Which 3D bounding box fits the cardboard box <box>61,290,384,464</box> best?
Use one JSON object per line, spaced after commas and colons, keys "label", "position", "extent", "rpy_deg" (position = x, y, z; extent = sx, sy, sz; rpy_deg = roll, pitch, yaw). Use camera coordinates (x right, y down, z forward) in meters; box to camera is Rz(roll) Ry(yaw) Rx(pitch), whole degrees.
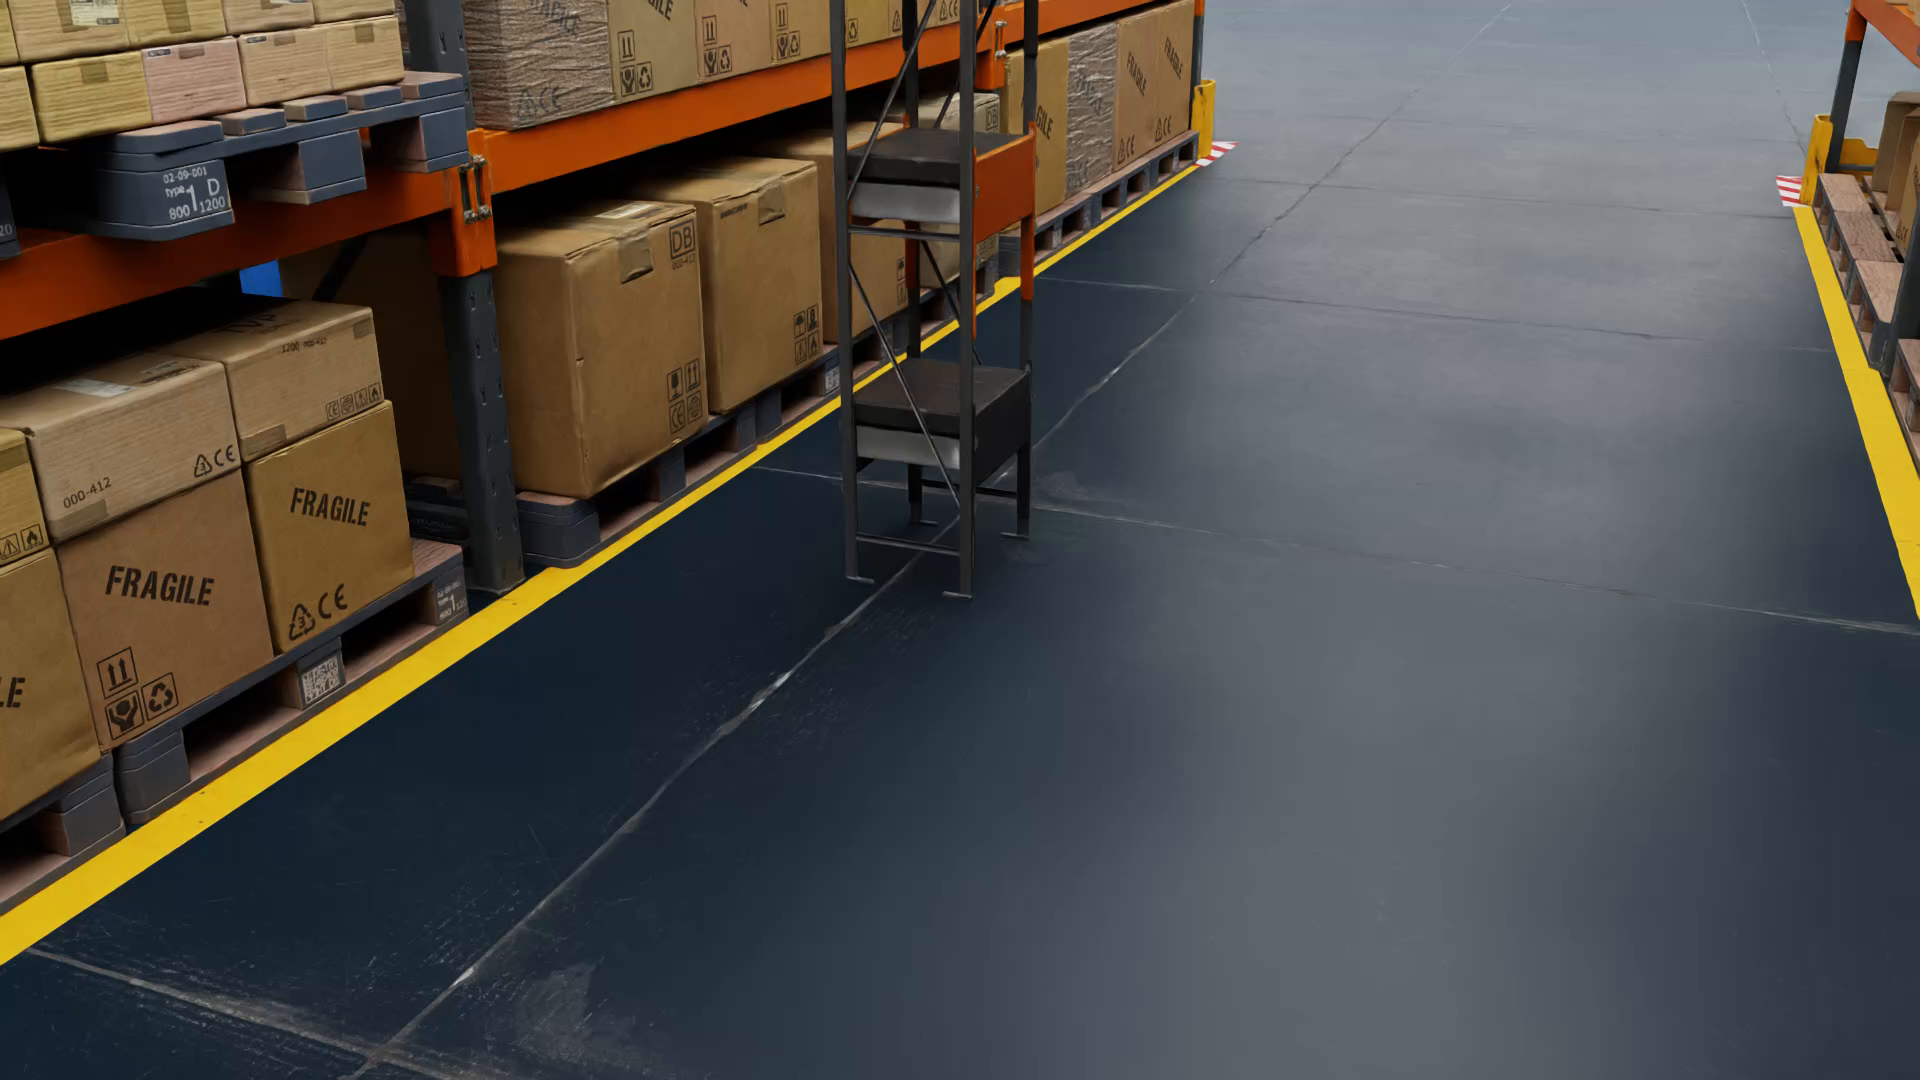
{"label": "cardboard box", "position": [-1.788, -0.412, 4.070], "extent": [0.500, 0.250, 0.500], "rpy_deg": [8, 24, 19]}

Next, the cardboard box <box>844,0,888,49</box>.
{"label": "cardboard box", "position": [-0.613, -2.199, 6.492], "extent": [0.500, 0.500, 0.500], "rpy_deg": [9, 24, 21]}

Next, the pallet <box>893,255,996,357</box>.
{"label": "pallet", "position": [-0.508, -1.166, 7.767], "extent": [1.003, 0.211, 1.213], "rpy_deg": [9, 24, 20]}

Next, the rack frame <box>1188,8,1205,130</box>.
{"label": "rack frame", "position": [1.194, -4.171, 11.343], "extent": [1.000, 3.000, 0.127], "rpy_deg": [9, 24, 20]}

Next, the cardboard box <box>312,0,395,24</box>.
{"label": "cardboard box", "position": [-1.538, -1.281, 3.820], "extent": [0.380, 0.149, 0.250], "rpy_deg": [9, 24, 21]}

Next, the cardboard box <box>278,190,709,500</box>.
{"label": "cardboard box", "position": [-1.468, -0.669, 5.333], "extent": [1.050, 0.750, 0.750], "rpy_deg": [8, 24, 19]}

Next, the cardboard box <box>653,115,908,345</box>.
{"label": "cardboard box", "position": [-0.801, -1.315, 6.881], "extent": [1.050, 0.750, 0.750], "rpy_deg": [9, 24, 20]}

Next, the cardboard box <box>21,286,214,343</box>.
{"label": "cardboard box", "position": [-2.258, -0.482, 4.238], "extent": [0.500, 0.250, 0.500], "rpy_deg": [8, 24, 18]}

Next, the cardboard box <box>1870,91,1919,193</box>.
{"label": "cardboard box", "position": [5.514, -2.244, 9.428], "extent": [0.500, 0.500, 0.500], "rpy_deg": [14, 26, 30]}

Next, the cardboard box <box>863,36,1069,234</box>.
{"label": "cardboard box", "position": [0.007, -2.168, 8.759], "extent": [0.875, 0.875, 0.875], "rpy_deg": [9, 24, 21]}

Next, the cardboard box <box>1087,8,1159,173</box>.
{"label": "cardboard box", "position": [0.679, -2.817, 10.313], "extent": [0.875, 0.875, 0.875], "rpy_deg": [8, 24, 19]}

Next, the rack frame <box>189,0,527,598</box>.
{"label": "rack frame", "position": [-1.778, -1.308, 4.489], "extent": [1.000, 3.000, 0.127], "rpy_deg": [9, 24, 20]}

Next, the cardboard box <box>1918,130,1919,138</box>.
{"label": "cardboard box", "position": [5.074, -1.804, 8.374], "extent": [0.500, 0.500, 0.500], "rpy_deg": [11, 25, 25]}

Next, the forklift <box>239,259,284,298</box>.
{"label": "forklift", "position": [-3.463, -2.443, 7.295], "extent": [3.031, 2.935, 1.130], "rpy_deg": [17, 28, 36]}

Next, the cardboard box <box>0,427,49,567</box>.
{"label": "cardboard box", "position": [-2.169, -0.050, 3.203], "extent": [0.500, 0.250, 0.500], "rpy_deg": [9, 24, 21]}

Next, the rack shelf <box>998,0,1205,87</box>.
{"label": "rack shelf", "position": [0.451, -3.123, 9.768], "extent": [1.077, 0.370, 4.000], "rpy_deg": [9, 24, 20]}

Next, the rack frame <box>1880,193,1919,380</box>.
{"label": "rack frame", "position": [4.276, -1.993, 6.129], "extent": [1.000, 3.000, 0.127], "rpy_deg": [9, 24, 20]}

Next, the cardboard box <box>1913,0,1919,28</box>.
{"label": "cardboard box", "position": [4.322, -2.270, 7.120], "extent": [0.380, 0.149, 0.250], "rpy_deg": [9, 24, 20]}

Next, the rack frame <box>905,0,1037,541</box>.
{"label": "rack frame", "position": [0.029, -0.997, 4.913], "extent": [0.400, 2.100, 0.015], "rpy_deg": [9, 24, 20]}

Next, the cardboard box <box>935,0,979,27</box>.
{"label": "cardboard box", "position": [-0.237, -2.560, 7.358], "extent": [0.500, 0.500, 0.500], "rpy_deg": [9, 24, 20]}

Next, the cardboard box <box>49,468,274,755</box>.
{"label": "cardboard box", "position": [-1.976, 0.110, 3.793], "extent": [0.500, 0.500, 0.500], "rpy_deg": [10, 25, 22]}

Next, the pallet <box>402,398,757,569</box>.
{"label": "pallet", "position": [-1.415, -0.292, 5.676], "extent": [1.003, 0.211, 1.213], "rpy_deg": [9, 24, 20]}

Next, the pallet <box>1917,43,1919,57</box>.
{"label": "pallet", "position": [3.857, -1.652, 5.561], "extent": [1.003, 0.211, 1.213], "rpy_deg": [9, 24, 20]}

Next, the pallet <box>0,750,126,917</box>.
{"label": "pallet", "position": [-2.524, 0.693, 3.316], "extent": [1.003, 0.211, 1.213], "rpy_deg": [9, 24, 20]}

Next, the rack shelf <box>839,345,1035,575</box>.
{"label": "rack shelf", "position": [-0.061, -0.251, 4.979], "extent": [0.431, 0.518, 0.480], "rpy_deg": [9, 24, 20]}

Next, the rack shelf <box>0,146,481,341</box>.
{"label": "rack shelf", "position": [-2.520, -0.260, 2.914], "extent": [1.077, 0.370, 4.000], "rpy_deg": [9, 24, 20]}

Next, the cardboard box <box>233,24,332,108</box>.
{"label": "cardboard box", "position": [-1.628, -1.055, 3.664], "extent": [0.380, 0.149, 0.250], "rpy_deg": [9, 24, 20]}

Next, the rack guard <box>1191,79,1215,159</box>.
{"label": "rack guard", "position": [1.203, -3.026, 11.845], "extent": [1.175, 0.500, 0.348], "rpy_deg": [9, 24, 20]}

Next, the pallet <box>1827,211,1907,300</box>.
{"label": "pallet", "position": [4.944, -1.390, 8.303], "extent": [1.003, 0.211, 1.213], "rpy_deg": [9, 24, 20]}

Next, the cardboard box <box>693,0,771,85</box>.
{"label": "cardboard box", "position": [-0.986, -1.839, 5.630], "extent": [0.500, 0.500, 0.500], "rpy_deg": [9, 24, 20]}

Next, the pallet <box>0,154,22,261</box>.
{"label": "pallet", "position": [-2.475, -0.505, 2.816], "extent": [1.003, 0.211, 1.213], "rpy_deg": [9, 24, 20]}

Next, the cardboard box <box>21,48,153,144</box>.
{"label": "cardboard box", "position": [-1.819, -0.874, 3.232], "extent": [0.380, 0.149, 0.250], "rpy_deg": [8, 24, 19]}

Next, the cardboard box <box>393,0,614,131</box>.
{"label": "cardboard box", "position": [-1.360, -1.476, 4.762], "extent": [0.500, 0.500, 0.500], "rpy_deg": [9, 24, 21]}

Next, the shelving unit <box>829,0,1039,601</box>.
{"label": "shelving unit", "position": [-0.061, -0.910, 4.703], "extent": [0.431, 2.100, 0.503], "rpy_deg": [9, 24, 20]}

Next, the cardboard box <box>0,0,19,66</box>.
{"label": "cardboard box", "position": [-1.919, -0.912, 2.938], "extent": [0.380, 0.149, 0.250], "rpy_deg": [9, 24, 20]}

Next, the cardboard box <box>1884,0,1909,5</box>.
{"label": "cardboard box", "position": [4.787, -2.718, 8.190], "extent": [0.380, 0.149, 0.250], "rpy_deg": [9, 24, 20]}

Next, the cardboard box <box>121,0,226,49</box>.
{"label": "cardboard box", "position": [-1.731, -1.091, 3.364], "extent": [0.380, 0.149, 0.250], "rpy_deg": [9, 24, 21]}

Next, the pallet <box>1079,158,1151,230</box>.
{"label": "pallet", "position": [0.515, -2.151, 10.127], "extent": [1.003, 0.211, 1.213], "rpy_deg": [9, 24, 20]}
